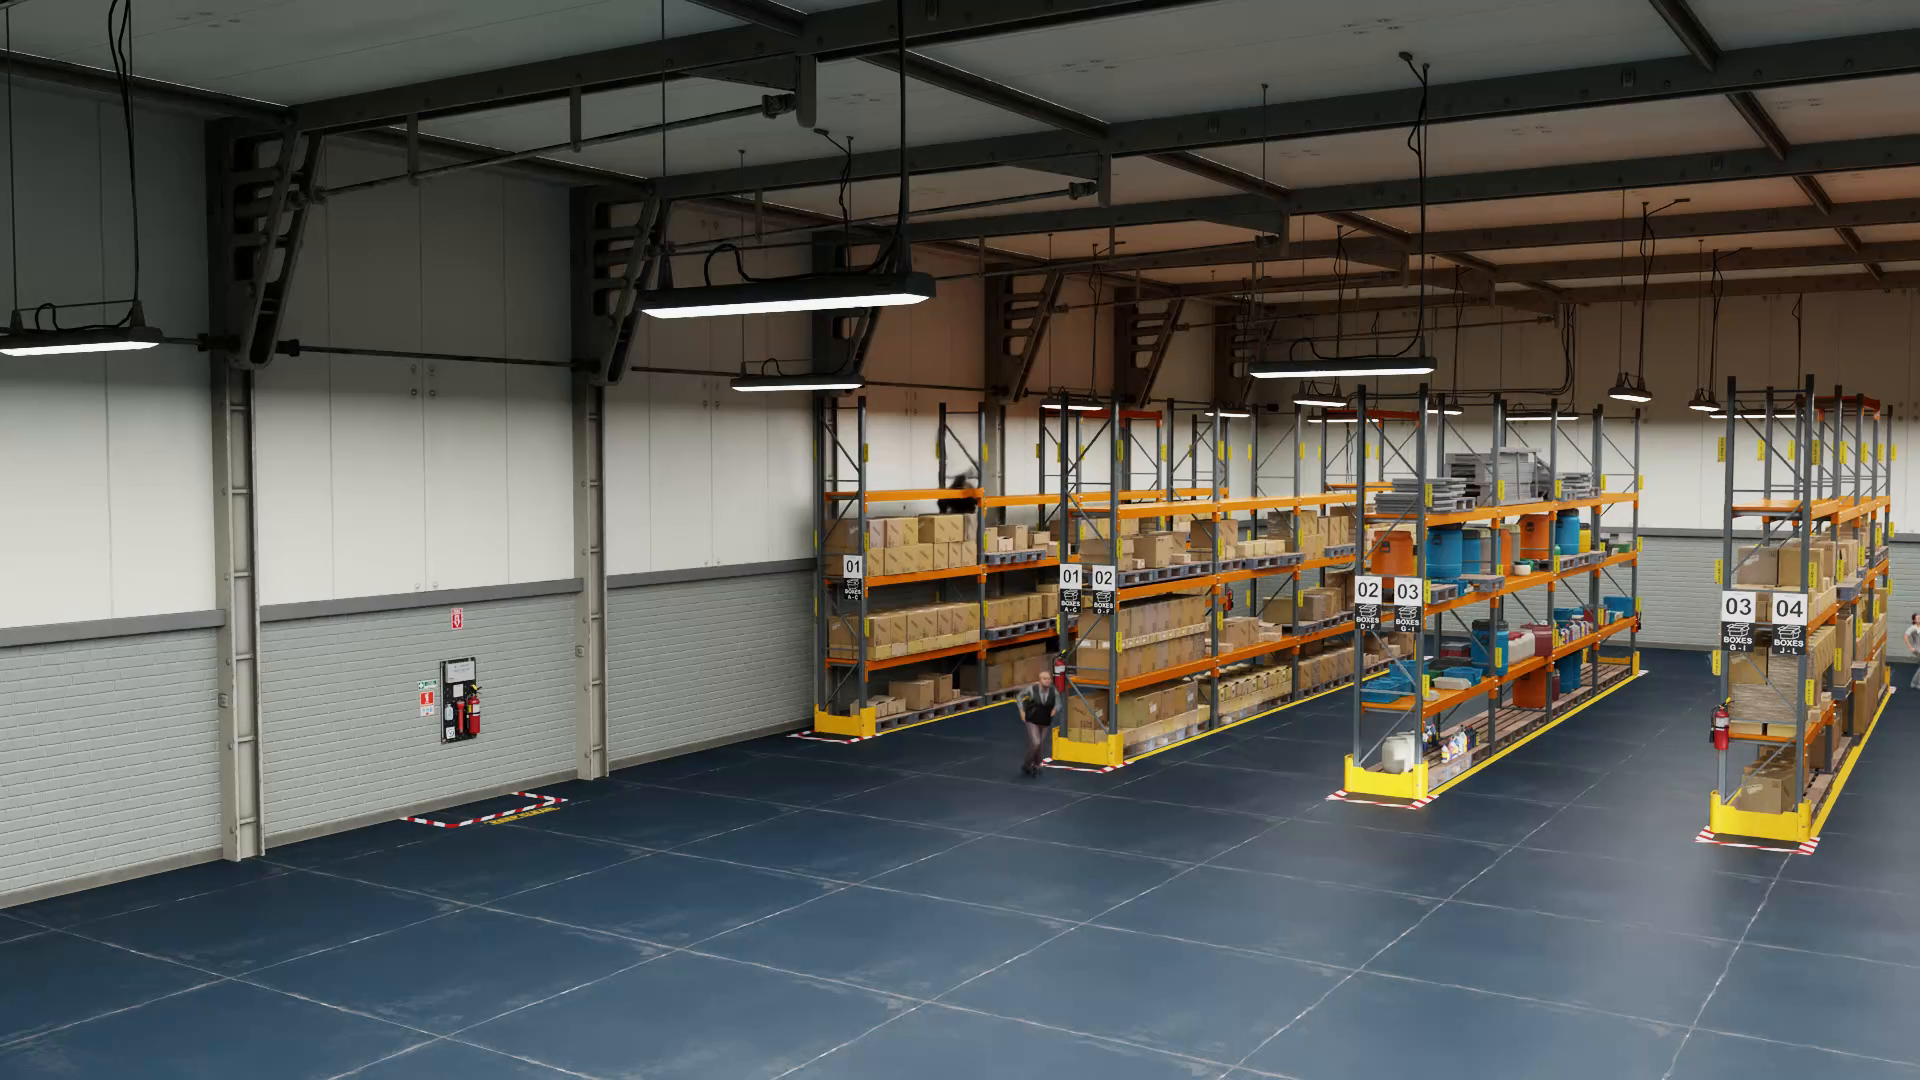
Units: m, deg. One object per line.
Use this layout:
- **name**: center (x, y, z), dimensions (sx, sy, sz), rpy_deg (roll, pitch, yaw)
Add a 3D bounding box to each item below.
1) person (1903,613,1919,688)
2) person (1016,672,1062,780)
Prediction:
- **person**: center (20.304, 2.363, 35.053), dimensions (0.612, 1.648, 0.598), rpy_deg (-2, 4, -33)
- **person**: center (1.219, 2.852, 25.675), dimensions (0.694, 1.694, 0.799), rpy_deg (-1, 3, -18)
